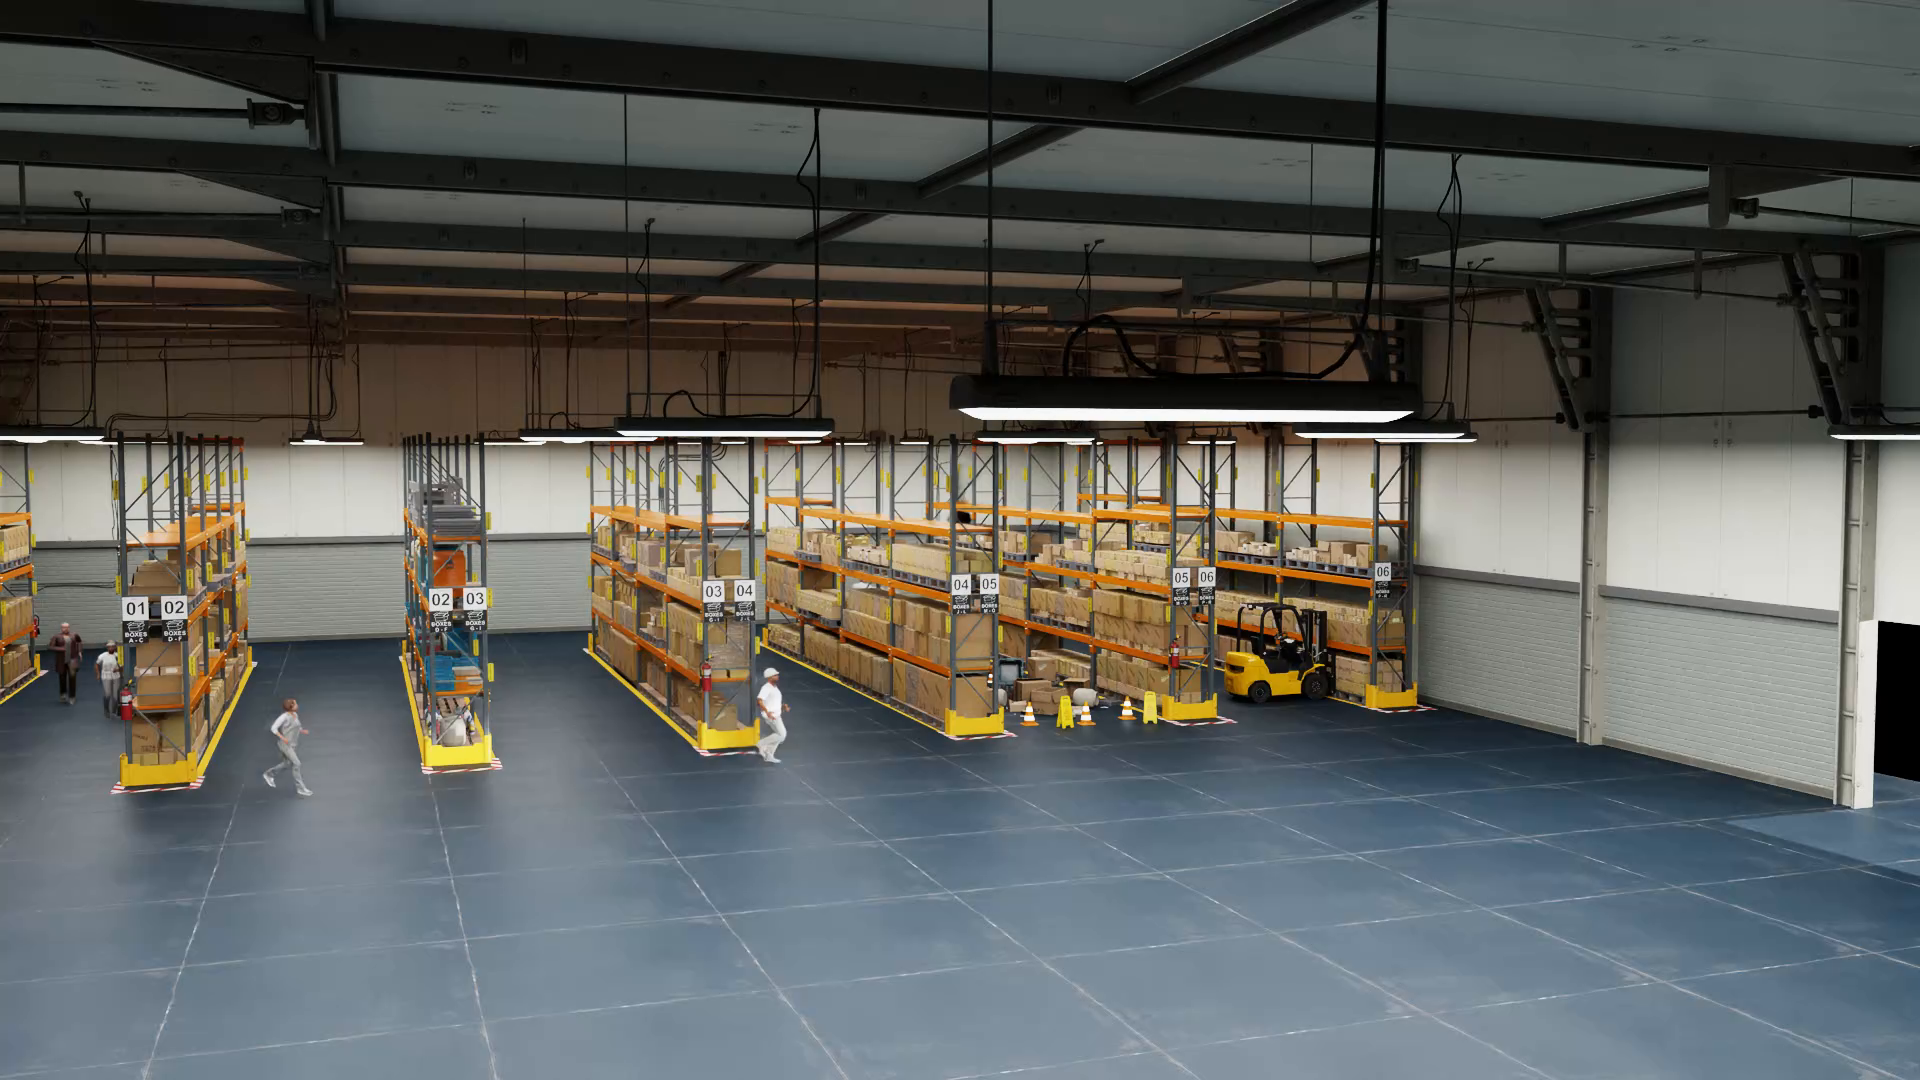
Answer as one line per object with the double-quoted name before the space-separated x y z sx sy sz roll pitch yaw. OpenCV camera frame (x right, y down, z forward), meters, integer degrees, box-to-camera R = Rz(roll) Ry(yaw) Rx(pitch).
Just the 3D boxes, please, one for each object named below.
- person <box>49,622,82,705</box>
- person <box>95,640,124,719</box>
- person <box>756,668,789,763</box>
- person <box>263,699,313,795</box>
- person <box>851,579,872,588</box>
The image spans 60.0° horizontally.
"person" -20.040 2.759 37.283 0.673 1.841 0.950 -2 4 -32
"person" -17.887 2.935 35.030 0.552 1.675 0.653 -2 4 -33
"person" -3.412 3.190 30.249 0.580 1.727 0.706 0 3 4
"person" -11.107 3.406 27.386 0.882 1.594 0.550 0 3 3
"person" -2.847 1.947 47.506 0.665 1.910 0.819 -1 3 -22
